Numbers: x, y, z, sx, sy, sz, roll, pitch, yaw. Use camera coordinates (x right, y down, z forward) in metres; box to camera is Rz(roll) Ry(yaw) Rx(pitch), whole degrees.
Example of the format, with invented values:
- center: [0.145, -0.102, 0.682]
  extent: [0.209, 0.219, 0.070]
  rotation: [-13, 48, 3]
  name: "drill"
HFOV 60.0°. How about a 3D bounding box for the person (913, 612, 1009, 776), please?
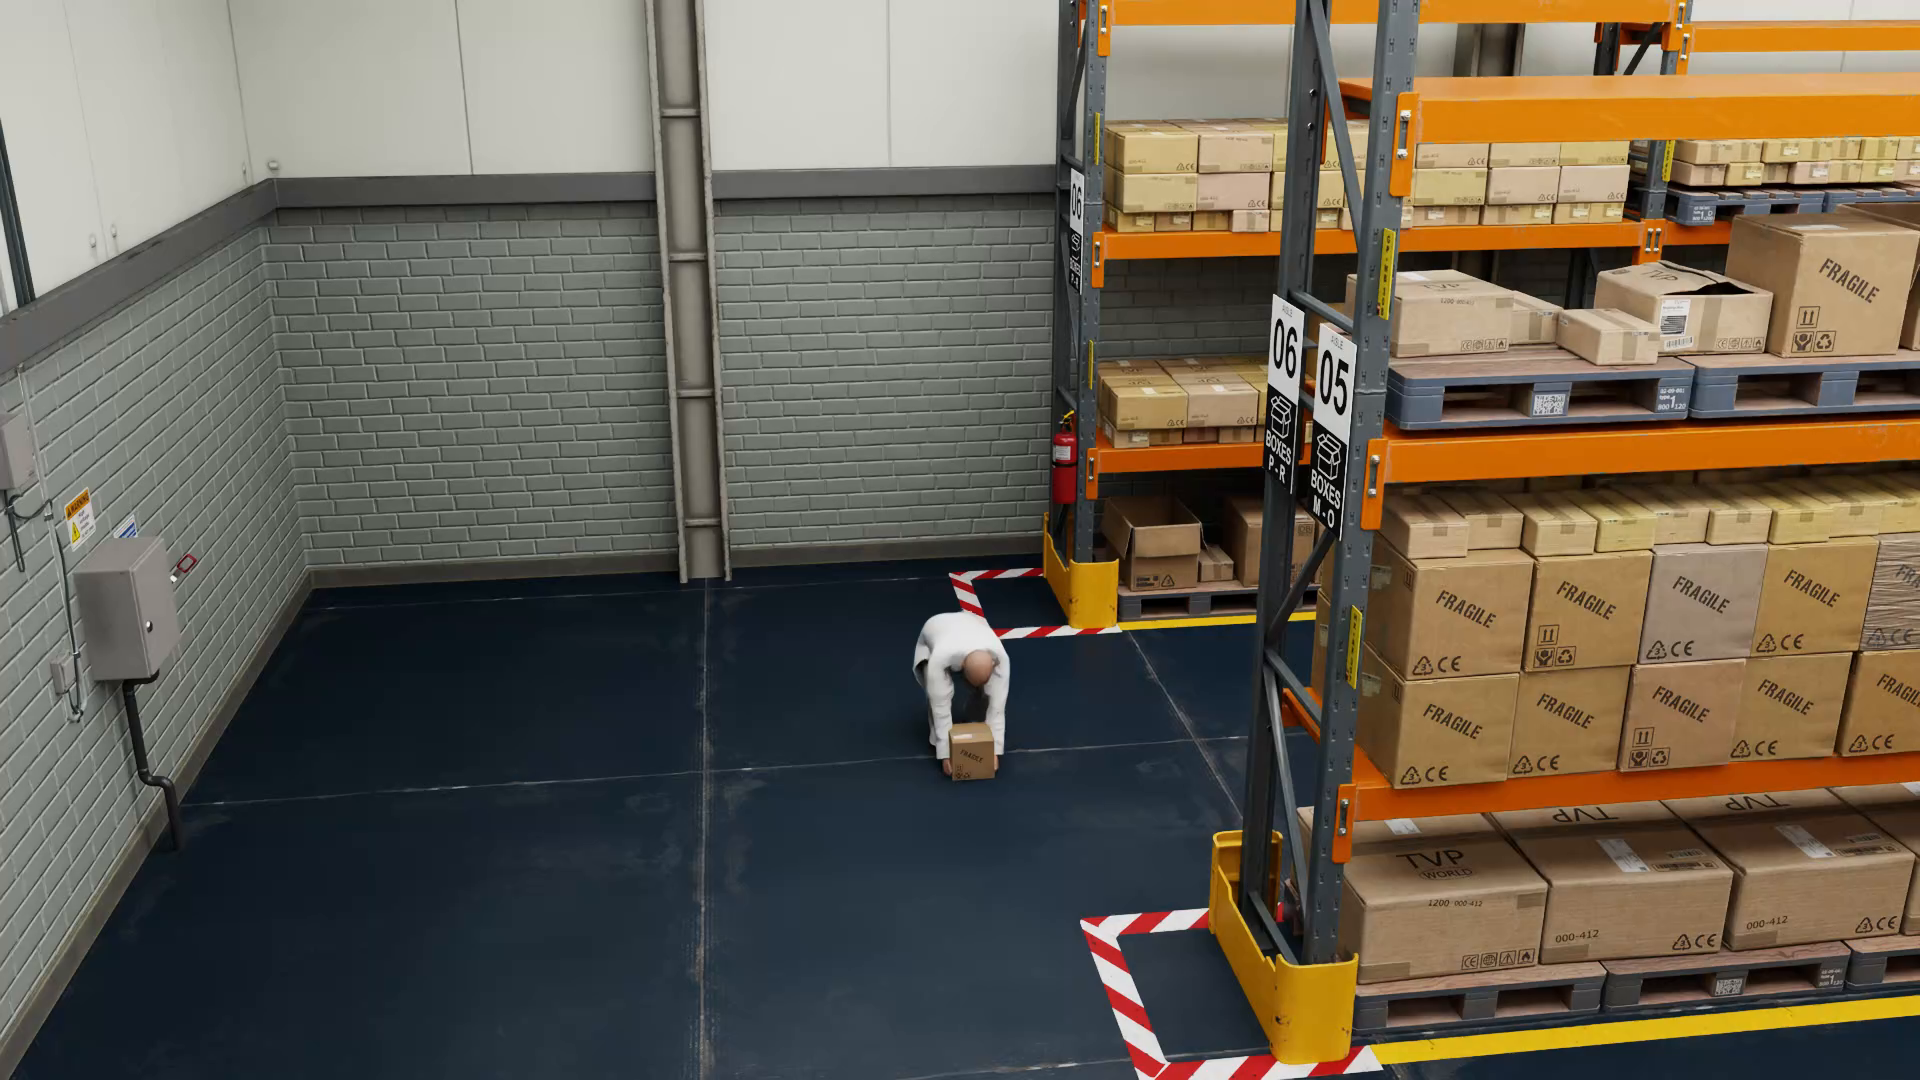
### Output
- center: [0.009, 0.889, 10.097]
  extent: [0.575, 0.816, 0.943]
  rotation: [-3, 20, -9]
  name: "person"
